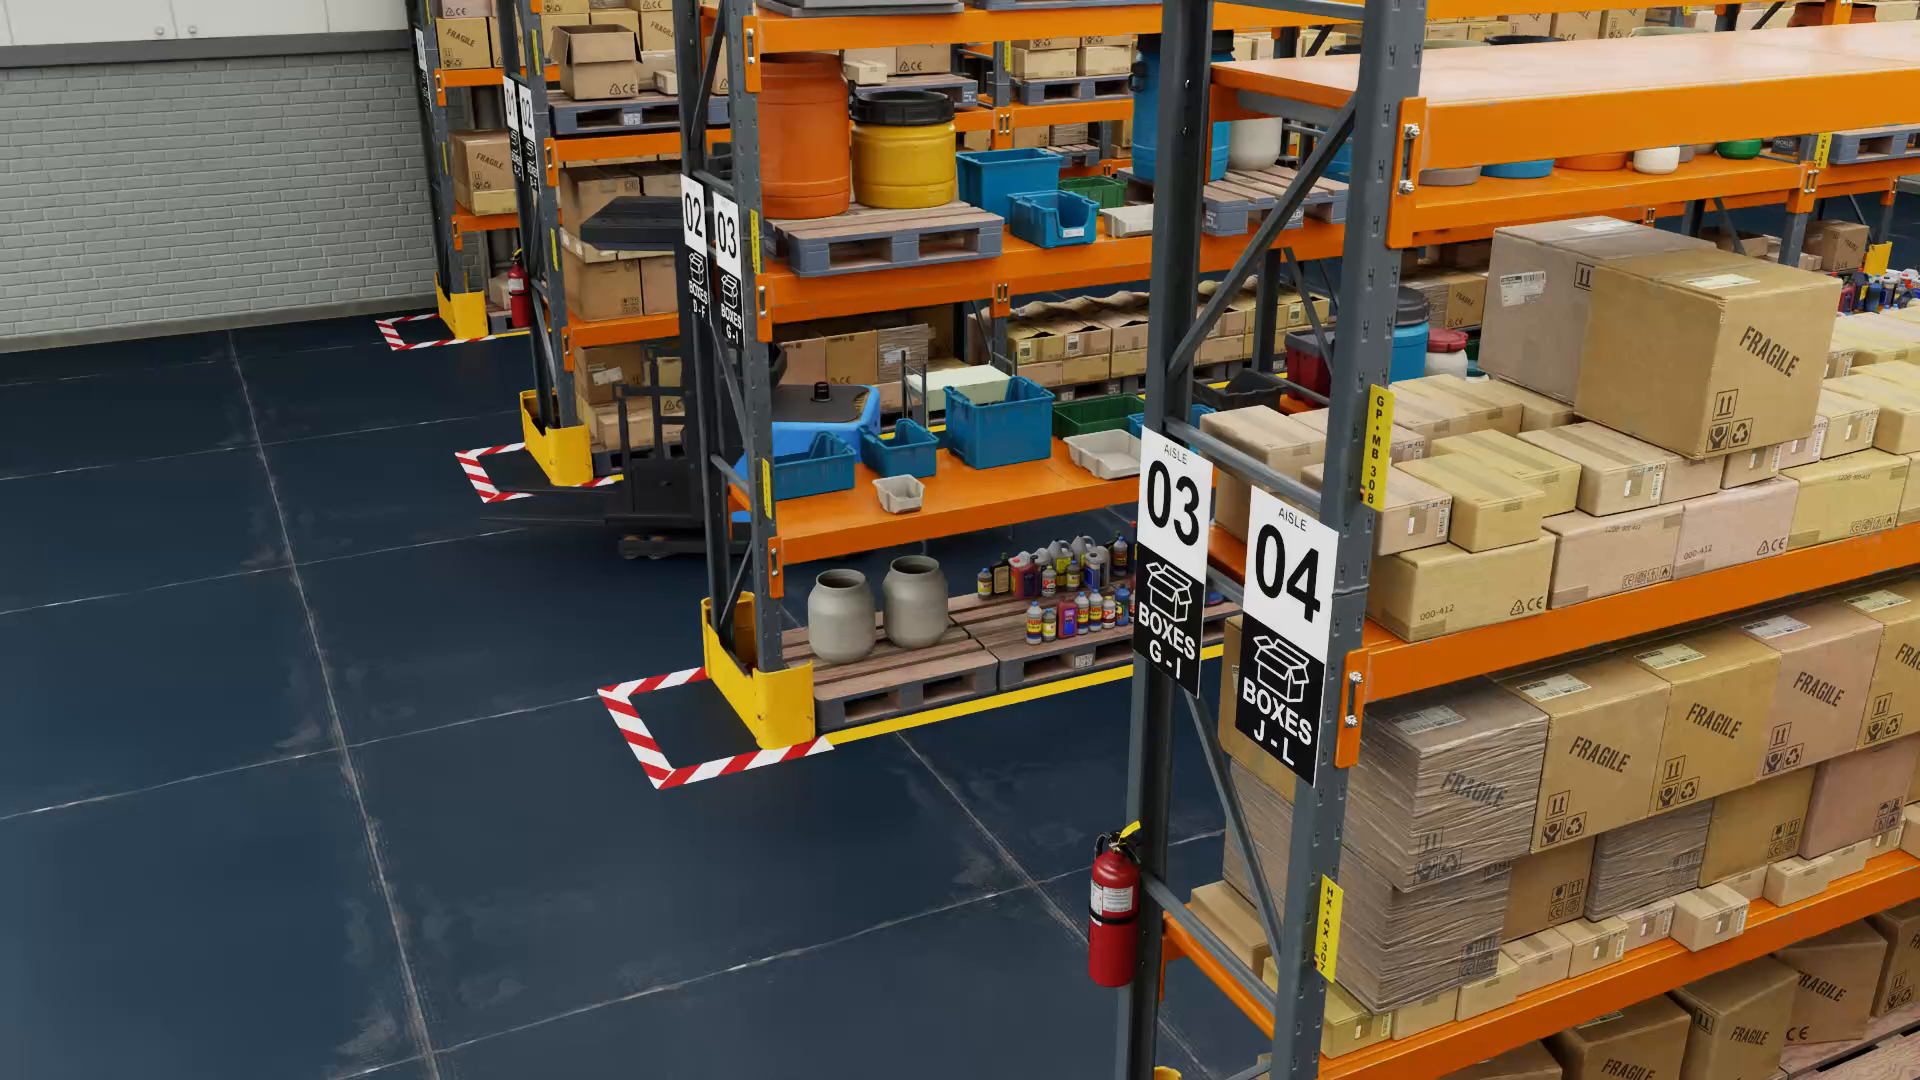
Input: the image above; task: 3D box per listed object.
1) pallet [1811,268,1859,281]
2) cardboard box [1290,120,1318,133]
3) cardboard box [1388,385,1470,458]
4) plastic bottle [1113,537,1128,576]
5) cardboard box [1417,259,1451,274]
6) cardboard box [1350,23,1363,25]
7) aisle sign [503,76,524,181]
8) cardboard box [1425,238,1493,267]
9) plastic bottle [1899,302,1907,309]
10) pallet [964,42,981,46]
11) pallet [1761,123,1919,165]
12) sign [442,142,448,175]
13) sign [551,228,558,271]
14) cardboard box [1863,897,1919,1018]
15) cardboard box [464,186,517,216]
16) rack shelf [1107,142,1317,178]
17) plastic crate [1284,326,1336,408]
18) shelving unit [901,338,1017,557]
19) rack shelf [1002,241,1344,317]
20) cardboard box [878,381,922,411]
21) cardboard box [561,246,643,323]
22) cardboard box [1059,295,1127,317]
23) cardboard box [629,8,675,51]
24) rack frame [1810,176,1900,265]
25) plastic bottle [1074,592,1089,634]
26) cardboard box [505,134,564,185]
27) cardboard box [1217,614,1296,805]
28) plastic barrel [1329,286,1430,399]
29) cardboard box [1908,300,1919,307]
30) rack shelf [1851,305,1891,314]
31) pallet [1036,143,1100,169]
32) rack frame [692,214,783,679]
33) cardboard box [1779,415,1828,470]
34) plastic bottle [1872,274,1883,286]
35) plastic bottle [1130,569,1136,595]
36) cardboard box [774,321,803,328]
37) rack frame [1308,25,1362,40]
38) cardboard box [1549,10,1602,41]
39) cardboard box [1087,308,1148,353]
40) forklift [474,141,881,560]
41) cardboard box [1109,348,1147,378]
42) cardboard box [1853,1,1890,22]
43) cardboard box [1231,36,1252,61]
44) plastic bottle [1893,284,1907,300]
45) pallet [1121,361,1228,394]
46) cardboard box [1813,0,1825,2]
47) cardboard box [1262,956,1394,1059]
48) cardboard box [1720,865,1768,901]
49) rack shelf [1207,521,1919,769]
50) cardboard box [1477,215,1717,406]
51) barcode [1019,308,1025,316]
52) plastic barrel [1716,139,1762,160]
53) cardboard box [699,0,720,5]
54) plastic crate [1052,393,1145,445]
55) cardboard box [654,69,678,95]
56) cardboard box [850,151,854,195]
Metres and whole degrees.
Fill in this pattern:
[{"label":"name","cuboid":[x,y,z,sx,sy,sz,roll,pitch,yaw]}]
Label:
[{"label":"pallet","cuboid":[10.189,-3.272,20.379,1.213,0.211,1.003,-10,25,-24]},{"label":"cardboard box","cuboid":[4.458,-5.690,22.029,0.500,0.500,0.500,-10,25,-23]},{"label":"cardboard box","cuboid":[1.451,-0.378,5.493,0.250,0.149,0.380,-12,25,-26]},{"label":"plastic bottle","cuboid":[1.114,0.109,11.557,0.097,0.271,0.097,0,22,0]},{"label":"cardboard box","cuboid":[4.975,-2.749,18.162,0.500,0.500,0.500,-11,25,-26]},{"label":"cardboard box","cuboid":[4.163,-5.343,16.376,0.500,0.500,0.500,-10,25,-24]},{"label":"aisle sign","cuboid":[-3.628,-3.343,13.506,0.004,0.787,0.394,-10,25,-24]},{"label":"cardboard box","cuboid":[5.477,-3.192,18.251,0.500,0.250,0.500,-11,25,-25]},{"label":"plastic bottle","cuboid":[7.503,-1.754,13.217,0.133,0.283,0.061,-10,25,-24]},{"label":"pallet","cuboid":[-0.453,-5.960,19.550,1.003,0.211,1.213,-10,25,-24]},{"label":"pallet","cuboid":[6.644,-3.063,12.553,1.213,0.211,1.003,-10,25,-24]},{"label":"sign","cuboid":[-5.358,-3.971,17.291,0.005,0.325,0.100,-10,25,-24]},{"label":"sign","cuboid":[-3.206,-2.296,13.140,0.005,0.325,0.100,-10,25,-24]},{"label":"cardboard box","cuboid":[4.078,1.713,7.410,0.500,0.500,0.500,-11,25,-25]},{"label":"cardboard box","cuboid":[-5.016,-3.670,17.864,0.500,0.250,0.500,-11,25,-25]},{"label":"rack shelf","cuboid":[3.417,-5.085,22.053,4.000,0.370,1.077,-10,25,-24]},{"label":"plastic crate","cuboid":[2.611,-1.223,11.699,0.583,0.464,0.402,-10,25,-24]},{"label":"shelving unit","cuboid":[-0.006,-0.692,12.460,0.755,1.500,0.431,-10,25,-24]},{"label":"rack shelf","cuboid":[1.965,-2.715,16.327,4.000,0.370,1.077,-10,25,-24]},{"label":"cardboard box","cuboid":[-0.615,-1.407,15.274,0.500,0.250,0.500,-10,25,-24]},{"label":"cardboard box","cuboid":[-3.015,-2.171,13.942,0.500,0.500,0.700,-10,25,-24]},{"label":"cardboard box","cuboid":[1.320,-2.234,16.539,0.500,0.311,0.500,-11,25,-24]},{"label":"cardboard box","cuboid":[-3.281,-5.510,18.060,0.500,0.500,0.500,-11,25,-26]},{"label":"rack frame","cuboid":[10.976,-4.706,20.197,0.127,3.000,1.000,-10,25,-24]},{"label":"plastic bottle","cuboid":[0.781,0.463,10.702,0.097,0.271,0.097,0,22,0]},{"label":"cardboard box","cuboid":[-4.583,-4.099,17.920,0.500,0.500,0.500,-10,25,-23]},{"label":"cardboard box","cuboid":[1.240,0.541,5.695,0.500,0.500,0.500,-10,25,-24]},{"label":"plastic barrel","cuboid":[2.787,-1.199,11.069,0.708,0.901,0.600,-10,25,-24]},{"label":"cardboard box","cuboid":[4.029,-0.854,6.644,0.250,0.149,0.380,-11,25,-25]},{"label":"rack shelf","cuboid":[7.714,-1.671,13.805,4.000,0.370,1.077,-10,25,-24]},{"label":"pallet","cuboid":[1.019,-4.842,20.776,1.003,0.211,1.213,-10,25,-24]},{"label":"rack frame","cuboid":[-1.296,-0.344,9.660,0.127,3.000,1.000,-10,25,-24]},{"label":"cardboard box","cuboid":[2.591,-0.366,5.464,0.250,0.149,0.380,-11,25,-24]},{"label":"plastic bottle","cuboid":[7.774,-2.128,14.137,0.097,0.271,0.097,0,22,0]},{"label":"plastic bottle","cuboid":[1.194,0.325,11.020,0.133,0.283,0.061,-10,25,-24]},{"label":"cardboard box","cuboid":[-1.741,-1.767,15.162,0.500,0.500,0.500,-10,25,-24]},{"label":"rack frame","cuboid":[3.767,-6.151,15.843,0.127,3.000,1.000,-10,25,-24]},{"label":"cardboard box","cuboid":[6.293,-5.538,17.474,0.600,0.600,0.600,-11,25,-24]},{"label":"cardboard box","cuboid":[1.562,-2.048,16.089,0.500,0.311,0.500,-11,25,-25]},{"label":"forklift","cuboid":[-2.143,-1.409,12.320,3.031,2.935,1.130,1,23,3]},{"label":"cardboard box","cuboid":[1.561,-1.792,16.203,0.500,0.250,0.500,-11,25,-25]},{"label":"cardboard box","cuboid":[10.173,-5.997,18.937,0.500,0.250,0.500,-10,25,-24]},{"label":"cardboard box","cuboid":[2.398,-4.611,15.692,0.500,0.250,0.500,-11,25,-25]},{"label":"plastic bottle","cuboid":[7.962,-2.066,14.078,0.097,0.201,0.097,0,22,0]},{"label":"pallet","cuboid":[1.911,-1.767,16.742,1.213,0.211,1.003,-10,25,-24]},{"label":"cardboard box","cuboid":[9.628,-6.336,18.774,0.500,0.500,0.700,-10,25,-24]},{"label":"cardboard box","cuboid":[1.212,1.514,5.500,0.250,0.149,0.380,-10,25,-24]},{"label":"cardboard box","cuboid":[2.773,1.211,6.231,0.250,0.149,0.380,-10,25,-24]},{"label":"rack shelf","cuboid":[2.654,-0.023,5.901,4.000,0.370,1.077,-10,25,-24]},{"label":"cardboard box","cuboid":[2.139,-0.782,5.623,0.500,0.500,0.500,-10,25,-24]},{"label":"barcode","cuboid":[0.573,-2.106,15.354,0.075,0.075,0.001,-10,25,-24]},{"label":"plastic barrel","cuboid":[5.712,-2.927,12.180,0.294,0.245,0.294,0,22,0]},{"label":"cardboard box","cuboid":[-2.815,-6.054,18.067,0.500,0.500,0.500,-9,24,-21]},{"label":"plastic crate","cuboid":[0.962,-0.782,10.994,0.662,0.188,0.450,-10,25,-24]},{"label":"cardboard box","cuboid":[-2.305,-3.715,13.477,0.250,0.149,0.380,-10,25,-24]},{"label":"cardboard box","cuboid":[-1.140,-3.118,14.534,0.500,0.500,0.700,-10,25,-24]}]
